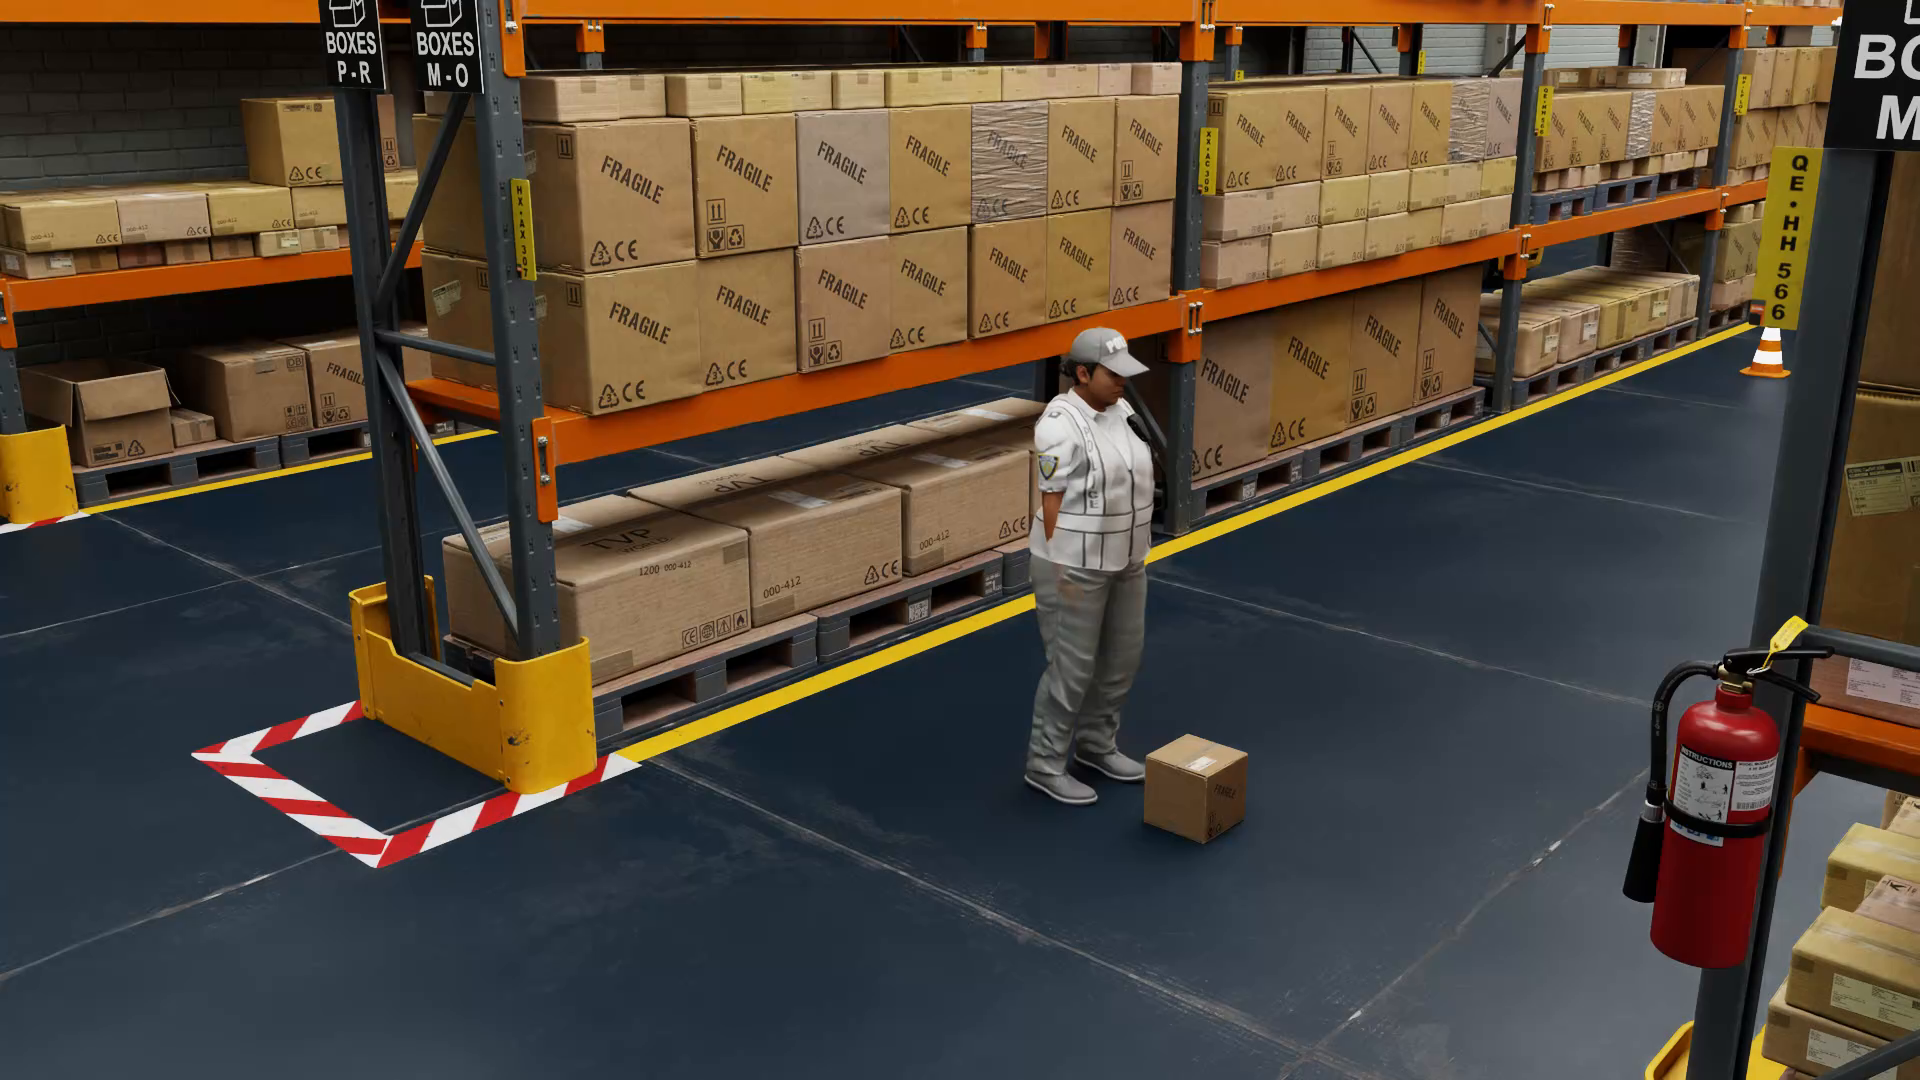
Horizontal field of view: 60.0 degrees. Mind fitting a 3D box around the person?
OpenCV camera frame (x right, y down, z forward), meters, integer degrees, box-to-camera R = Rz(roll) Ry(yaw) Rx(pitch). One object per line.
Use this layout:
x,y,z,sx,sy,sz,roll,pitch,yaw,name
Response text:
0.470,0.082,5.790,0.391,1.659,0.463,15,23,41,person
